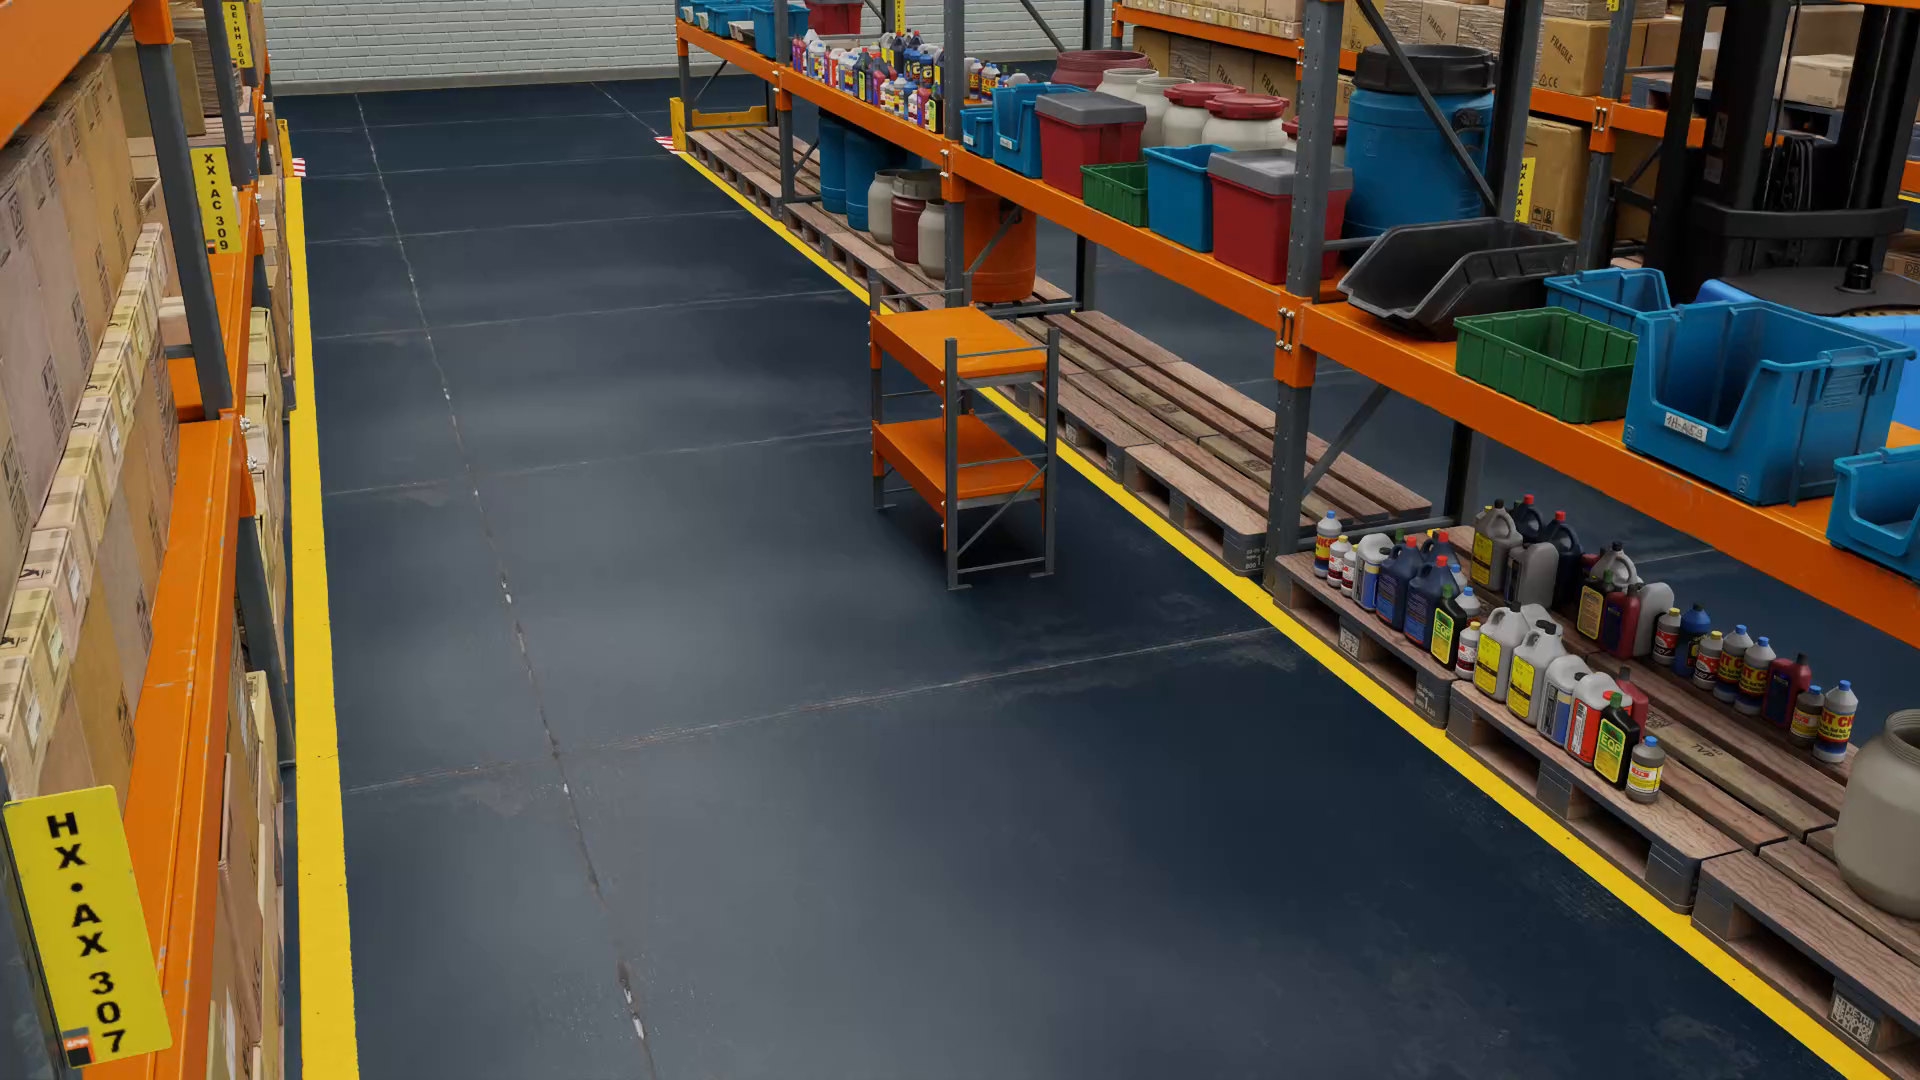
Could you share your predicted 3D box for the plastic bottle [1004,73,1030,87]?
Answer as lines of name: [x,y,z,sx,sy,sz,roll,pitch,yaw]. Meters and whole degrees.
plastic bottle: [0.378,-2.985,11.131,0.152,0.276,0.135,-8,24,-19]

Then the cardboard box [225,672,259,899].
cardboard box: [-2.116,0.690,4.285,0.500,0.500,0.500,-8,24,-19]

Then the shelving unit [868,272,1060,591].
shelving unit: [-0.002,-0.521,7.537,0.538,1.125,1.048,-8,24,-19]

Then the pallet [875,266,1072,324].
pallet: [0.074,-1.669,11.437,1.003,0.211,1.213,-8,24,-19]

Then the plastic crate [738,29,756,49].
plastic crate: [-1.668,-4.397,14.597,0.437,0.125,0.590,-8,24,-19]

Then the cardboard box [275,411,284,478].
cardboard box: [-3.469,-0.393,7.821,0.500,0.250,0.500,-8,24,-18]

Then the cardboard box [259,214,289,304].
cardboard box: [-4.689,-1.811,10.837,0.500,0.500,0.500,-9,25,-21]

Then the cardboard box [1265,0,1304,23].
cardboard box: [3.211,-4.998,15.557,0.500,0.250,0.500,-9,24,-20]

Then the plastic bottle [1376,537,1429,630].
plastic bottle: [1.702,0.149,6.379,0.144,0.351,0.185,-8,24,-18]

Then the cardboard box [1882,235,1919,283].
cardboard box: [5.893,-1.555,10.229,0.700,0.500,0.500,-11,25,-24]

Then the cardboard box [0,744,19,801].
cardboard box: [-1.355,0.395,1.986,0.380,0.149,0.250,-9,24,-19]

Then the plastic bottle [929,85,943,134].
plastic bottle: [-0.150,-2.707,10.462,0.061,0.283,0.133,-8,24,-19]

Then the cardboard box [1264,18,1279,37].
cardboard box: [3.107,-4.850,15.717,0.380,0.149,0.250,-8,24,-18]

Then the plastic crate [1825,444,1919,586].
plastic crate: [2.537,-0.075,4.257,0.499,0.251,0.408,-8,24,-19]

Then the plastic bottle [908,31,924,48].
plastic bottle: [-0.325,-3.747,12.842,0.144,0.351,0.185,-8,24,-19]

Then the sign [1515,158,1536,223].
sign: [2.323,-1.418,6.897,0.100,0.325,0.005,-8,24,-19]

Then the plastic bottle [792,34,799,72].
plastic bottle: [-1.291,-3.881,13.245,0.061,0.283,0.133,-8,24,-19]

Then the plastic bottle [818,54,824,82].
plastic bottle: [-1.035,-3.600,12.685,0.097,0.201,0.097,0,23,0]

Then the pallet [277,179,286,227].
pallet: [-6.333,-2.856,14.256,1.003,0.211,1.213,-8,24,-19]

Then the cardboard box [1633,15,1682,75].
cardboard box: [5.108,-3.612,12.330,0.500,0.500,0.500,-8,24,-17]

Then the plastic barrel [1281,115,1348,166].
plastic barrel: [1.672,-1.660,7.651,0.433,0.535,0.433,0,23,0]

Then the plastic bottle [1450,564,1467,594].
plastic bottle: [1.866,0.221,6.309,0.097,0.271,0.097,0,23,0]

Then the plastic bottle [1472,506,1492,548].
plastic bottle: [2.224,-0.044,7.028,0.097,0.201,0.097,0,23,0]

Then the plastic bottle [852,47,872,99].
plastic bottle: [-0.684,-3.333,11.859,0.144,0.351,0.185,-8,24,-19]

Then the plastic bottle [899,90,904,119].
plastic bottle: [-0.359,-2.904,11.034,0.097,0.201,0.097,0,23,0]

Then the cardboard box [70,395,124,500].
cardboard box: [-1.897,-0.163,3.312,0.380,0.149,0.250,-8,24,-18]

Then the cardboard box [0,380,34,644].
cardboard box: [-1.780,-0.113,2.356,0.700,0.500,0.500,-9,24,-20]

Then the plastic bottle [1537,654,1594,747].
plastic bottle: [2.046,0.533,5.563,0.152,0.276,0.135,-9,24,-20]

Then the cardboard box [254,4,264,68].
cardboard box: [-5.940,-4.084,13.449,0.500,0.500,0.500,-8,24,-19]

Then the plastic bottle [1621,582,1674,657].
plastic bottle: [2.537,0.274,6.178,0.152,0.276,0.135,-8,24,-18]

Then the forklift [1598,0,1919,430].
forklift: [3.977,-1.909,8.506,1.130,2.935,3.031,-3,23,-6]

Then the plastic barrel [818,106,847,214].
plastic barrel: [-0.845,-3.153,13.529,0.600,0.901,0.708,-8,24,-19]

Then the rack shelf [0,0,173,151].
rack shelf: [-2.124,-0.865,3.005,1.077,0.370,4.000,-8,24,-19]

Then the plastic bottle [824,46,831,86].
plastic bottle: [-0.977,-3.558,12.480,0.061,0.283,0.133,-8,24,-19]

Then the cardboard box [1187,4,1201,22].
cardboard box: [2.560,-5.410,17.048,0.380,0.149,0.250,-9,24,-20]

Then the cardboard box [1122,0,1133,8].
cardboard box: [2.016,-5.969,18.374,0.380,0.149,0.250,-8,24,-18]

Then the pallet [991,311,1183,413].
pallet: [0.629,-1.101,10.090,1.003,0.211,1.213,-8,24,-19]

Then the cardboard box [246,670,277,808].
cardboard box: [-2.462,0.671,5.296,0.500,0.250,0.500,-8,24,-19]

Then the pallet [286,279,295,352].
pallet: [-4.899,-1.429,10.868,1.003,0.211,1.213,-8,24,-19]

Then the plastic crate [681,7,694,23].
plastic crate: [-2.619,-5.223,16.542,0.250,0.136,0.298,-8,24,-19]

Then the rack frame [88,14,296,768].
rack frame: [-2.831,-0.541,5.172,1.000,3.000,0.127,-8,24,-19]

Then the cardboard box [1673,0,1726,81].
cardboard box: [5.253,-3.401,11.288,0.500,0.500,0.500,-12,25,-25]

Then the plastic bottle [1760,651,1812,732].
plastic bottle: [2.806,0.497,5.640,0.061,0.283,0.133,-8,24,-18]

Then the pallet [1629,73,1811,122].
pallet: [5.377,-3.020,11.299,1.213,0.211,1.003,-8,24,-19]

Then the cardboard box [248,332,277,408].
cardboard box: [-3.638,-0.835,8.146,0.500,0.311,0.500,-9,24,-20]

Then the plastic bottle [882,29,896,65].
plastic bottle: [-0.525,-3.795,12.954,0.144,0.351,0.185,-8,24,-19]

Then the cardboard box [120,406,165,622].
cardboard box: [-2.302,-0.053,3.885,0.700,0.500,0.500,-8,24,-18]

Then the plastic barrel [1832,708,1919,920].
plastic barrel: [2.737,0.776,4.709,0.421,0.512,0.421,0,23,0]

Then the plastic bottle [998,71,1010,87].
plastic bottle: [0.306,-3.021,11.220,0.097,0.271,0.097,0,23,0]

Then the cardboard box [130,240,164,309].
cardboard box: [-2.449,-0.727,4.648,0.380,0.149,0.250,-9,24,-20]

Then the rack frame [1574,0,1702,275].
rack frame: [5.025,-3.352,11.842,1.000,3.000,0.127,-8,24,-19]

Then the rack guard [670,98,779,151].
rack guard: [-2.455,-4.435,17.628,1.175,0.500,0.348,-8,24,-19]

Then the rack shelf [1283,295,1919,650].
rack shelf: [2.511,-0.161,5.197,1.077,0.370,4.000,-8,24,-19]

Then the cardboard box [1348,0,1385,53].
cardboard box: [3.719,-4.468,14.359,0.500,0.500,0.500,-8,24,-19]

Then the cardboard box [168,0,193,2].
cardboard box: [-5.699,-3.485,11.486,0.700,0.500,0.500,-18,29,-36]

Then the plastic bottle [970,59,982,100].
plastic bottle: [0.118,-3.281,11.837,0.097,0.271,0.097,0,23,0]

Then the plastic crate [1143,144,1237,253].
plastic crate: [1.124,-1.570,7.634,0.392,0.384,0.575,-8,24,-19]
